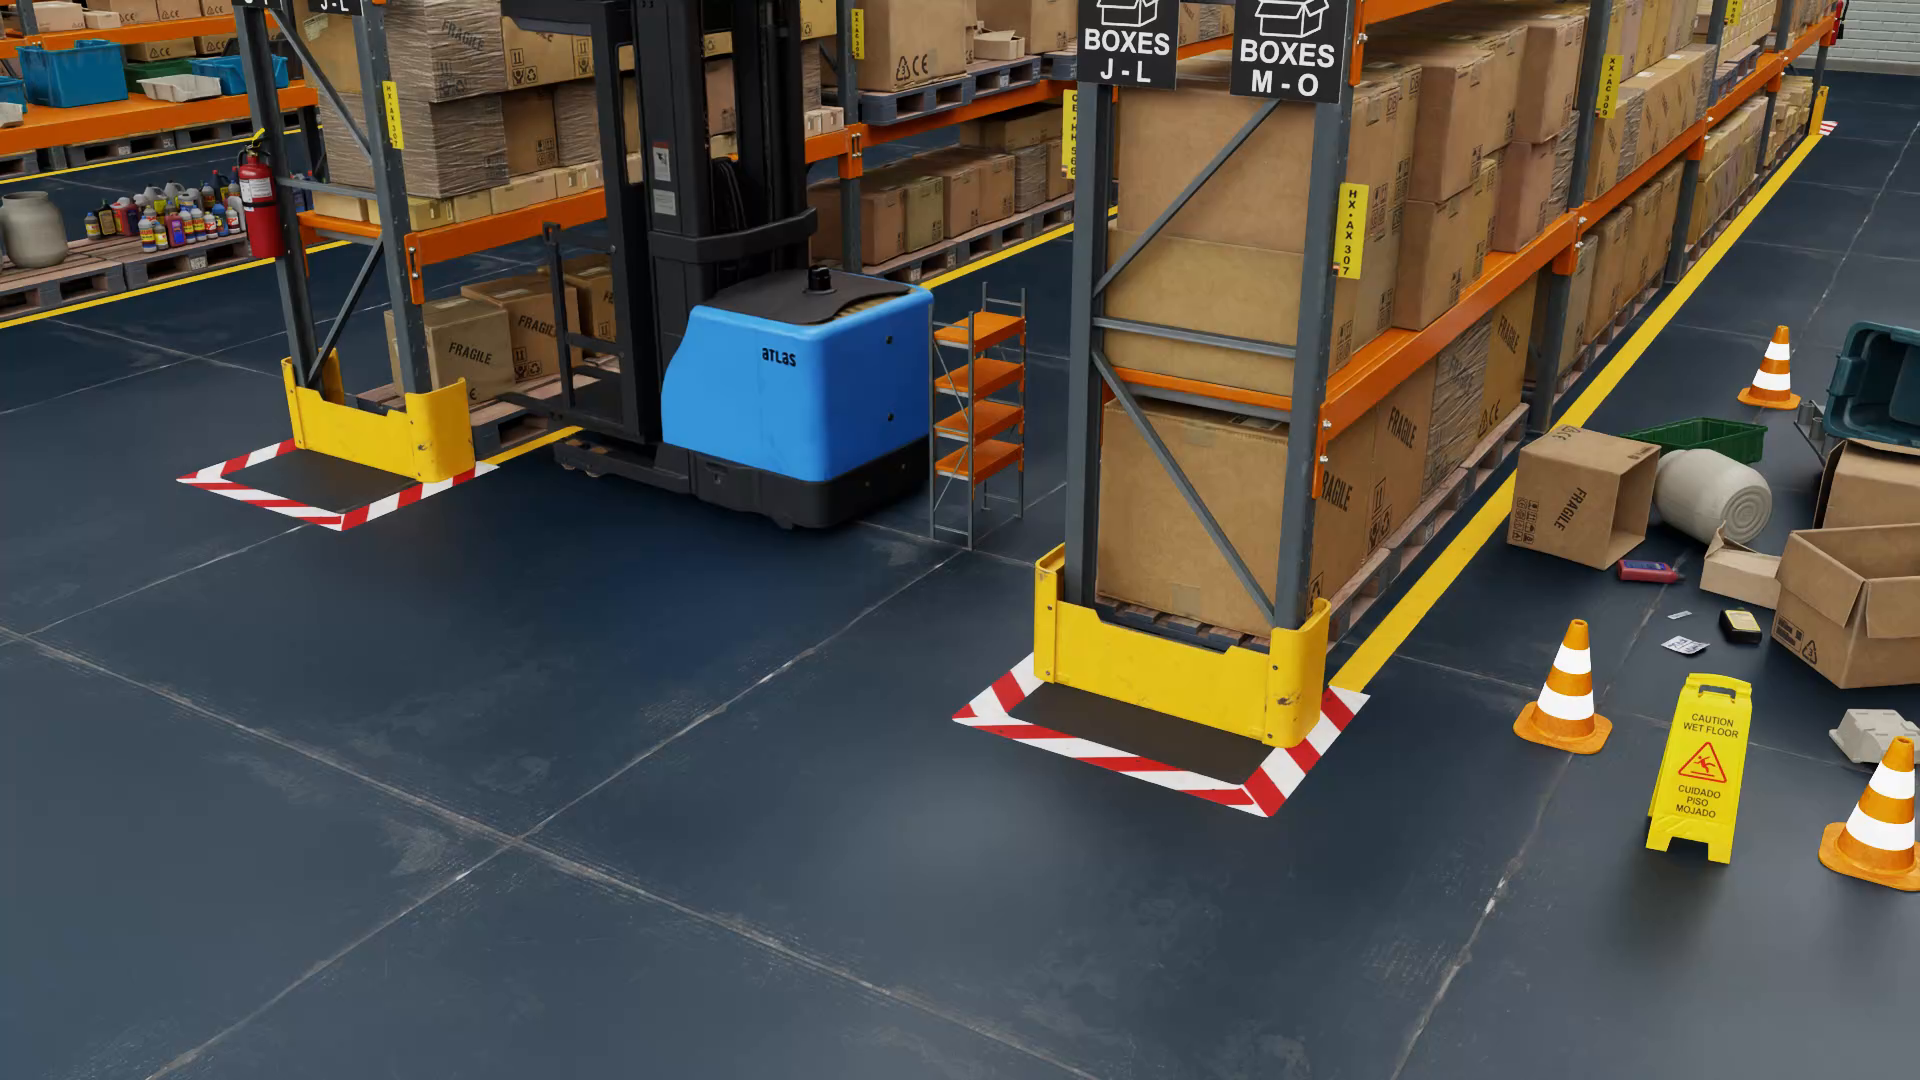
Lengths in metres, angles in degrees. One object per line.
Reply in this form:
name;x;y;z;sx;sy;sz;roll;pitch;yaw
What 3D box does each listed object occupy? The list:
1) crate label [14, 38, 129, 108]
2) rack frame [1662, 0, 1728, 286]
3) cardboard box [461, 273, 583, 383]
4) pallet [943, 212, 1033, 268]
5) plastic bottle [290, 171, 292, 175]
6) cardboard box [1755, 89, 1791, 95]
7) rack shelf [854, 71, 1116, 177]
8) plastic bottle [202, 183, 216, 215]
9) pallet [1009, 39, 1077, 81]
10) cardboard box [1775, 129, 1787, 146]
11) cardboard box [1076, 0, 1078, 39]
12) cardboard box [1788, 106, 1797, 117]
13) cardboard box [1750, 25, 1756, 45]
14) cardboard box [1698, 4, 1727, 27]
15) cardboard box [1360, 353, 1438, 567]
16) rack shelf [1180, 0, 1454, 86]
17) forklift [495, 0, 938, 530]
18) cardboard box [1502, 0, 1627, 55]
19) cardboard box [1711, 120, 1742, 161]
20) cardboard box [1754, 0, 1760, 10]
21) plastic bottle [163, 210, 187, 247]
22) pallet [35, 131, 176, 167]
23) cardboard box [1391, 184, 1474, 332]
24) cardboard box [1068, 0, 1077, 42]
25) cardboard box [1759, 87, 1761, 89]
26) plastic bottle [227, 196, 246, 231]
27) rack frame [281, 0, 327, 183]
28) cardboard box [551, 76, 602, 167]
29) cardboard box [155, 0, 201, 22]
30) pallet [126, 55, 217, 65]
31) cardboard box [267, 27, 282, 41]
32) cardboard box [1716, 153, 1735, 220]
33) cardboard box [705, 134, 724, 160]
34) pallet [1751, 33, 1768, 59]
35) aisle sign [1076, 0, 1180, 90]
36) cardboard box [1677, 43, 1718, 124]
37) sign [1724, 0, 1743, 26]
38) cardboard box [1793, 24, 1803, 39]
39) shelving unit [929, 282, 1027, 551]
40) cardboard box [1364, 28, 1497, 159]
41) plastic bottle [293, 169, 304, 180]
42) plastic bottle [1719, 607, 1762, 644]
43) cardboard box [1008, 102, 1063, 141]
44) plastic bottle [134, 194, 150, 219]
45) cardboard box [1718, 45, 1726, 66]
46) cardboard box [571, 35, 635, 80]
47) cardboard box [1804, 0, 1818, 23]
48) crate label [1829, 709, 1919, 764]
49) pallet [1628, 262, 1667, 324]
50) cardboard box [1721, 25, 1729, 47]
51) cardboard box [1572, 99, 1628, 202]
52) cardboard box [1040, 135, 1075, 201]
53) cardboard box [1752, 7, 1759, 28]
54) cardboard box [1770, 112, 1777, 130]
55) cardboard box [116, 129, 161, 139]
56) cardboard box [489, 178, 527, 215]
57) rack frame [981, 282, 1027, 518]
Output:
crate label;-6.745;-3.559;12.651;0.502;0.435;0.616;14;27;29
rack frame;5.102;-3.454;12.452;1.000;3.000;0.127;14;27;29
cardboard box;-2.648;-1.289;10.069;0.500;0.500;0.500;-20;31;-39
pallet;-0.116;-2.574;13.930;1.003;0.211;1.213;14;27;29
plastic bottle;-5.917;-3.149;14.629;0.097;0.271;0.097;0;23;0
cardboard box;8.530;-4.650;17.528;0.380;0.149;0.250;13;27;27
rack shelf;-0.113;-3.522;13.516;1.077;0.370;4.000;14;27;29
plastic bottle;-6.300;-2.858;13.957;0.097;0.271;0.097;0;23;0
pallet;0.656;-4.176;14.363;1.213;0.211;1.003;14;27;29
cardboard box;8.327;-4.190;17.213;0.380;0.149;0.250;13;27;28
cardboard box;0.992;-4.792;15.417;0.500;0.500;0.500;15;27;31
cardboard box;8.600;-4.501;17.557;0.380;0.149;0.250;15;28;32
cardboard box;6.627;-4.354;14.321;0.380;0.149;0.250;13;26;27
cardboard box;5.783;-4.093;12.967;0.380;0.149;0.250;14;27;29
cardboard box;1.646;-0.511;7.801;0.875;0.875;0.875;13;27;28
rack shelf;1.937;-2.475;7.321;1.077;0.370;4.000;14;27;29
forklift;-1.615;-1.838;8.807;3.031;2.935;1.130;16;28;32
cardboard box;3.519;-2.951;9.907;0.700;0.500;0.500;13;27;28
cardboard box;6.211;-3.361;13.912;0.500;0.250;0.500;14;27;29
cardboard box;6.616;-4.629;14.206;0.380;0.149;0.250;13;27;27
plastic bottle;-6.130;-2.440;12.975;0.061;0.283;0.133;14;27;30
pallet;-9.227;-4.232;17.759;1.003;0.211;1.213;14;27;29
cardboard box;1.713;-1.310;7.312;0.875;0.550;0.550;14;27;29
cardboard box;0.691;-4.575;14.388;0.500;0.500;0.500;10;25;23
cardboard box;8.714;-5.087;18.537;0.380;0.149;0.250;14;27;30
plastic bottle;-5.832;-2.661;13.497;0.152;0.276;0.135;14;27;30
rack frame;-5.376;-4.215;14.211;1.000;3.000;0.127;14;27;29
cardboard box;-2.502;-2.543;9.848;0.875;0.500;0.500;14;27;29
cardboard box;-8.621;-5.903;17.984;0.500;0.500;0.500;14;27;29
pallet;-11.203;-6.612;23.258;1.003;0.211;1.213;14;27;29
cardboard box;-10.271;-7.650;24.323;0.750;0.750;0.750;15;27;31
cardboard box;6.221;-3.029;14.089;0.500;0.500;0.500;13;27;28
cardboard box;-1.733;-2.516;10.603;0.380;0.149;0.250;14;27;29
pallet;6.685;-4.488;15.083;1.003;0.211;1.213;14;27;29
aisle sign;0.590;-1.985;5.788;0.394;0.787;0.004;14;27;29
cardboard box;5.093;-3.291;11.951;0.500;0.500;0.500;14;27;29
sign;5.576;-3.870;11.956;0.100;0.325;0.005;14;27;29
cardboard box;8.146;-5.081;16.528;0.380;0.149;0.250;14;27;30
shelving unit;0.087;-0.606;8.141;0.258;1.200;0.503;14;27;29
cardboard box;1.903;-2.007;7.562;0.875;0.550;0.500;14;27;29
plastic bottle;-5.593;-2.954;14.078;0.144;0.351;0.185;14;27;29
plastic bottle;3.431;0.366;7.328;0.133;0.061;0.283;5;24;11
cardboard box;0.614;-3.694;14.655;0.500;0.250;0.500;15;28;31
plastic bottle;-6.660;-2.655;13.482;0.152;0.276;0.135;13;27;28
cardboard box;5.793;-3.821;13.089;0.380;0.149;0.250;15;28;32
cardboard box;-2.224;-2.933;9.491;0.500;0.500;0.500;14;27;29
cardboard box;8.239;-5.431;16.520;0.500;0.500;0.500;13;27;28
crate label;3.512;0.752;6.341;0.250;0.136;0.298;1;23;2
pallet;4.622;-1.924;12.428;1.003;0.211;1.213;14;27;29
cardboard box;5.807;-3.971;13.061;0.380;0.149;0.250;13;27;27
cardboard box;3.498;-2.271;9.593;0.500;0.500;0.500;14;27;30
cardboard box;0.605;-3.352;14.809;0.700;0.500;0.500;12;26;26
cardboard box;6.620;-4.489;14.257;0.380;0.149;0.250;12;26;26
cardboard box;7.766;-4.115;16.290;0.380;0.149;0.250;15;28;31
cardboard box;-8.888;-4.442;17.667;0.500;0.250;0.500;15;27;30
cardboard box;-2.632;-1.920;9.225;0.380;0.149;0.250;14;27;29
rack frame;0.216;-0.689;8.331;0.240;1.200;0.015;14;27;29
